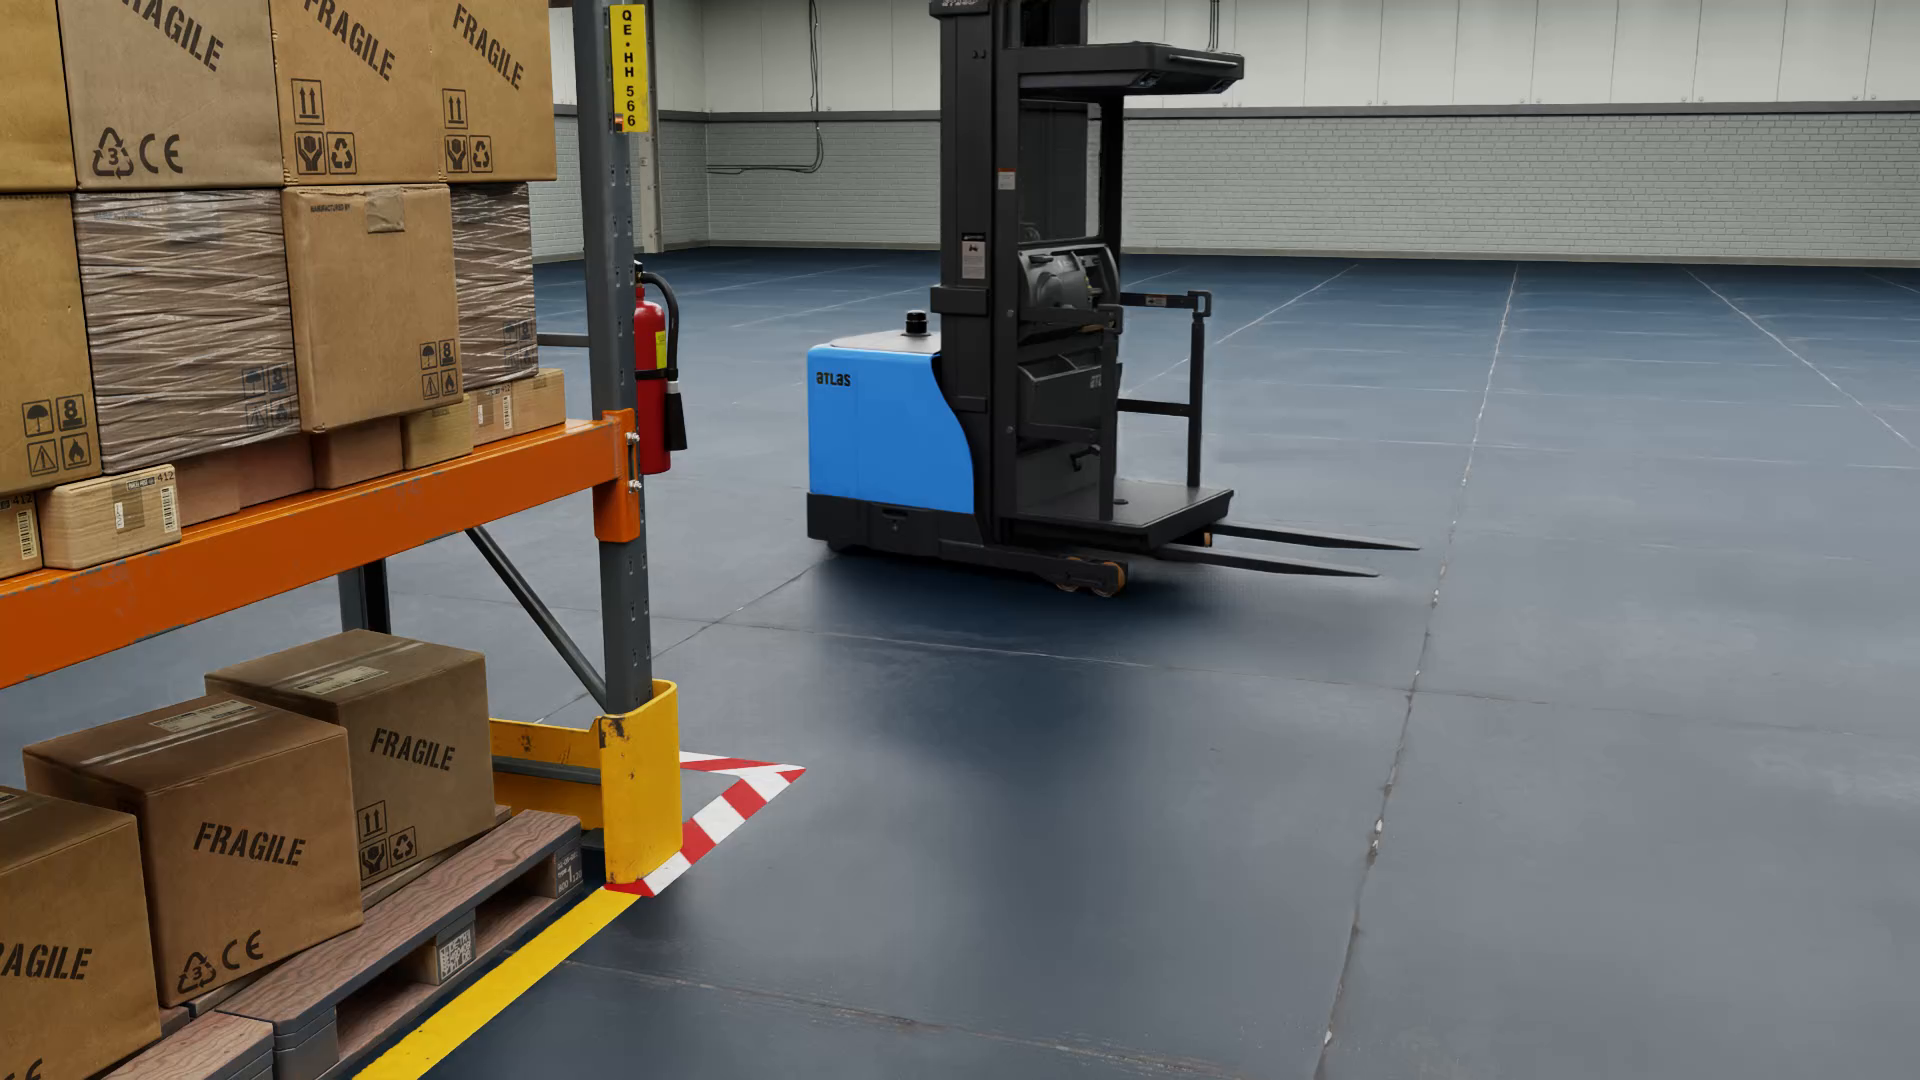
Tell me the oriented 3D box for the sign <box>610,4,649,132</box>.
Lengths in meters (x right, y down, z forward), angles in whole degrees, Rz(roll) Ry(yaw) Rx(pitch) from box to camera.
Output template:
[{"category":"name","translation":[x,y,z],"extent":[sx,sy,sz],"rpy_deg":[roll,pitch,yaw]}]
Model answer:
[{"category":"sign","translation":[-0.877,-1.251,4.417],"extent":[0.100,0.325,0.005],"rpy_deg":[4,14,18]}]

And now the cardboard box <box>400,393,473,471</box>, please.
[{"category":"cardboard box","translation":[-1.406,-0.271,3.997],"extent":[0.380,0.149,0.250],"rpy_deg":[4,14,18]}]

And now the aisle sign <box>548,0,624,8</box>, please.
[{"category":"aisle sign","translation":[-1.092,-1.836,4.448],"extent":[0.394,0.787,0.004],"rpy_deg":[4,14,18]}]

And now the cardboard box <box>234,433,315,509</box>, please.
[{"category":"cardboard box","translation":[-1.622,-0.169,3.554],"extent":[0.380,0.149,0.250],"rpy_deg":[4,14,18]}]

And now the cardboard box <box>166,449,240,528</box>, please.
[{"category":"cardboard box","translation":[-1.682,-0.115,3.316],"extent":[0.380,0.149,0.250],"rpy_deg":[4,14,18]}]

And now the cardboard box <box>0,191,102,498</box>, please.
[{"category":"cardboard box","translation":[-2.023,-0.336,2.827],"extent":[0.875,0.500,0.500],"rpy_deg":[4,14,18]}]

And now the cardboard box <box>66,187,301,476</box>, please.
[{"category":"cardboard box","translation":[-1.851,-0.441,3.285],"extent":[0.875,0.500,0.500],"rpy_deg":[4,14,18]}]

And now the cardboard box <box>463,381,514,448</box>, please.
[{"category":"cardboard box","translation":[-1.374,-0.327,4.244],"extent":[0.380,0.149,0.250],"rpy_deg":[4,14,18]}]

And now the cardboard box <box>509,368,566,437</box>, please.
[{"category":"cardboard box","translation":[-1.293,-0.380,4.475],"extent":[0.380,0.149,0.250],"rpy_deg":[4,14,18]}]

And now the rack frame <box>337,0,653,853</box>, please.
[{"category":"rack frame","translation":[-1.396,-0.577,4.775],"extent":[1.000,3.000,0.127],"rpy_deg":[4,14,18]}]

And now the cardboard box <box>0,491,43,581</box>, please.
[{"category":"cardboard box","translation":[-1.825,-0.009,2.849],"extent":[0.380,0.149,0.250],"rpy_deg":[4,14,18]}]

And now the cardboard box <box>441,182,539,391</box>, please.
[{"category":"cardboard box","translation":[-1.600,-0.657,4.232],"extent":[0.875,0.500,0.500],"rpy_deg":[4,14,18]}]

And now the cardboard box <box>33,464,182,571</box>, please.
[{"category":"cardboard box","translation":[-1.679,-0.056,3.058],"extent":[0.380,0.149,0.250],"rpy_deg":[4,14,18]}]

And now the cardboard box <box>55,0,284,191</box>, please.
[{"category":"cardboard box","translation":[-1.660,-0.914,3.110],"extent":[0.500,0.500,0.500],"rpy_deg":[4,14,18]}]

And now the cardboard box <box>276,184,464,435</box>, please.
[{"category":"cardboard box","translation":[-1.648,-0.543,3.733],"extent":[0.875,0.500,0.500],"rpy_deg":[4,14,18]}]

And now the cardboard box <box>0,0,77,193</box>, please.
[{"category":"cardboard box","translation":[-1.830,-0.809,2.652],"extent":[0.500,0.500,0.500],"rpy_deg":[4,14,18]}]

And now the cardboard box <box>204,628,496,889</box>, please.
[{"category":"cardboard box","translation":[-1.614,0.567,4.435],"extent":[0.500,0.500,0.500],"rpy_deg":[7,15,29]}]

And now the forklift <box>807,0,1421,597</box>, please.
[{"category":"forklift","translation":[0.719,-1.295,8.076],"extent":[3.031,2.935,1.130],"rpy_deg":[8,15,31]}]

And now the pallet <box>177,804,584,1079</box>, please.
[{"category":"pallet","translation":[-1.717,0.967,4.277],"extent":[1.003,0.211,1.213],"rpy_deg":[4,14,18]}]

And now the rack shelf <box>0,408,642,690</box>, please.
[{"category":"rack shelf","translation":[-2.043,0.195,3.010],"extent":[1.077,0.370,4.000],"rpy_deg":[4,14,18]}]

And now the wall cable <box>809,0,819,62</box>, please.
[{"category":"wall cable","translation":[-2.078,-12.085,37.343],"extent":[3.097,2.526,0.112],"rpy_deg":[4,14,18]}]

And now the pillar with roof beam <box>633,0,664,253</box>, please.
[{"category":"pillar with roof beam","translation":[-2.769,-10.497,34.754],"extent":[9.100,9.000,0.400],"rpy_deg":[4,14,18]}]

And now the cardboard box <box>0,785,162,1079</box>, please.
[{"category":"cardboard box","translation":[-1.995,0.826,3.302],"extent":[0.500,0.500,0.500],"rpy_deg":[6,14,24]}]

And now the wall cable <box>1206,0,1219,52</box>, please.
[{"category":"wall cable","translation":[4.340,-12.303,35.025],"extent":[2.305,6.003,0.169],"rpy_deg":[4,14,18]}]

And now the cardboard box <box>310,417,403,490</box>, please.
[{"category":"cardboard box","translation":[-1.502,-0.219,3.772],"extent":[0.380,0.149,0.250],"rpy_deg":[4,14,18]}]

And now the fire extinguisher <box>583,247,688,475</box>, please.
[{"category":"fire extinguisher","translation":[-0.923,-0.530,4.743],"extent":[0.296,0.674,0.183],"rpy_deg":[4,14,18]}]

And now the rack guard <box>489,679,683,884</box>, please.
[{"category":"rack guard","translation":[-1.420,0.658,4.983],"extent":[1.175,0.500,0.348],"rpy_deg":[4,14,18]}]

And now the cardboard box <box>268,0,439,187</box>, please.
[{"category":"cardboard box","translation":[-1.496,-1.019,3.571],"extent":[0.500,0.500,0.500],"rpy_deg":[4,14,18]}]

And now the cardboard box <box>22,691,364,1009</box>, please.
[{"category":"cardboard box","translation":[-1.775,0.696,3.873],"extent":[0.500,0.500,0.500],"rpy_deg":[9,15,33]}]

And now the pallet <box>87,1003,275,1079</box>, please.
[{"category":"pallet","translation":[-2.113,1.223,3.155],"extent":[1.003,0.211,1.213],"rpy_deg":[4,14,18]}]

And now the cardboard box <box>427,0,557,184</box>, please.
[{"category":"cardboard box","translation":[-1.340,-1.125,4.034],"extent":[0.500,0.500,0.500],"rpy_deg":[4,14,18]}]

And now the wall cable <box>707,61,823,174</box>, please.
[{"category":"wall cable","translation":[-4.638,-9.818,38.758],"extent":[3.097,2.526,0.112],"rpy_deg":[4,14,18]}]
